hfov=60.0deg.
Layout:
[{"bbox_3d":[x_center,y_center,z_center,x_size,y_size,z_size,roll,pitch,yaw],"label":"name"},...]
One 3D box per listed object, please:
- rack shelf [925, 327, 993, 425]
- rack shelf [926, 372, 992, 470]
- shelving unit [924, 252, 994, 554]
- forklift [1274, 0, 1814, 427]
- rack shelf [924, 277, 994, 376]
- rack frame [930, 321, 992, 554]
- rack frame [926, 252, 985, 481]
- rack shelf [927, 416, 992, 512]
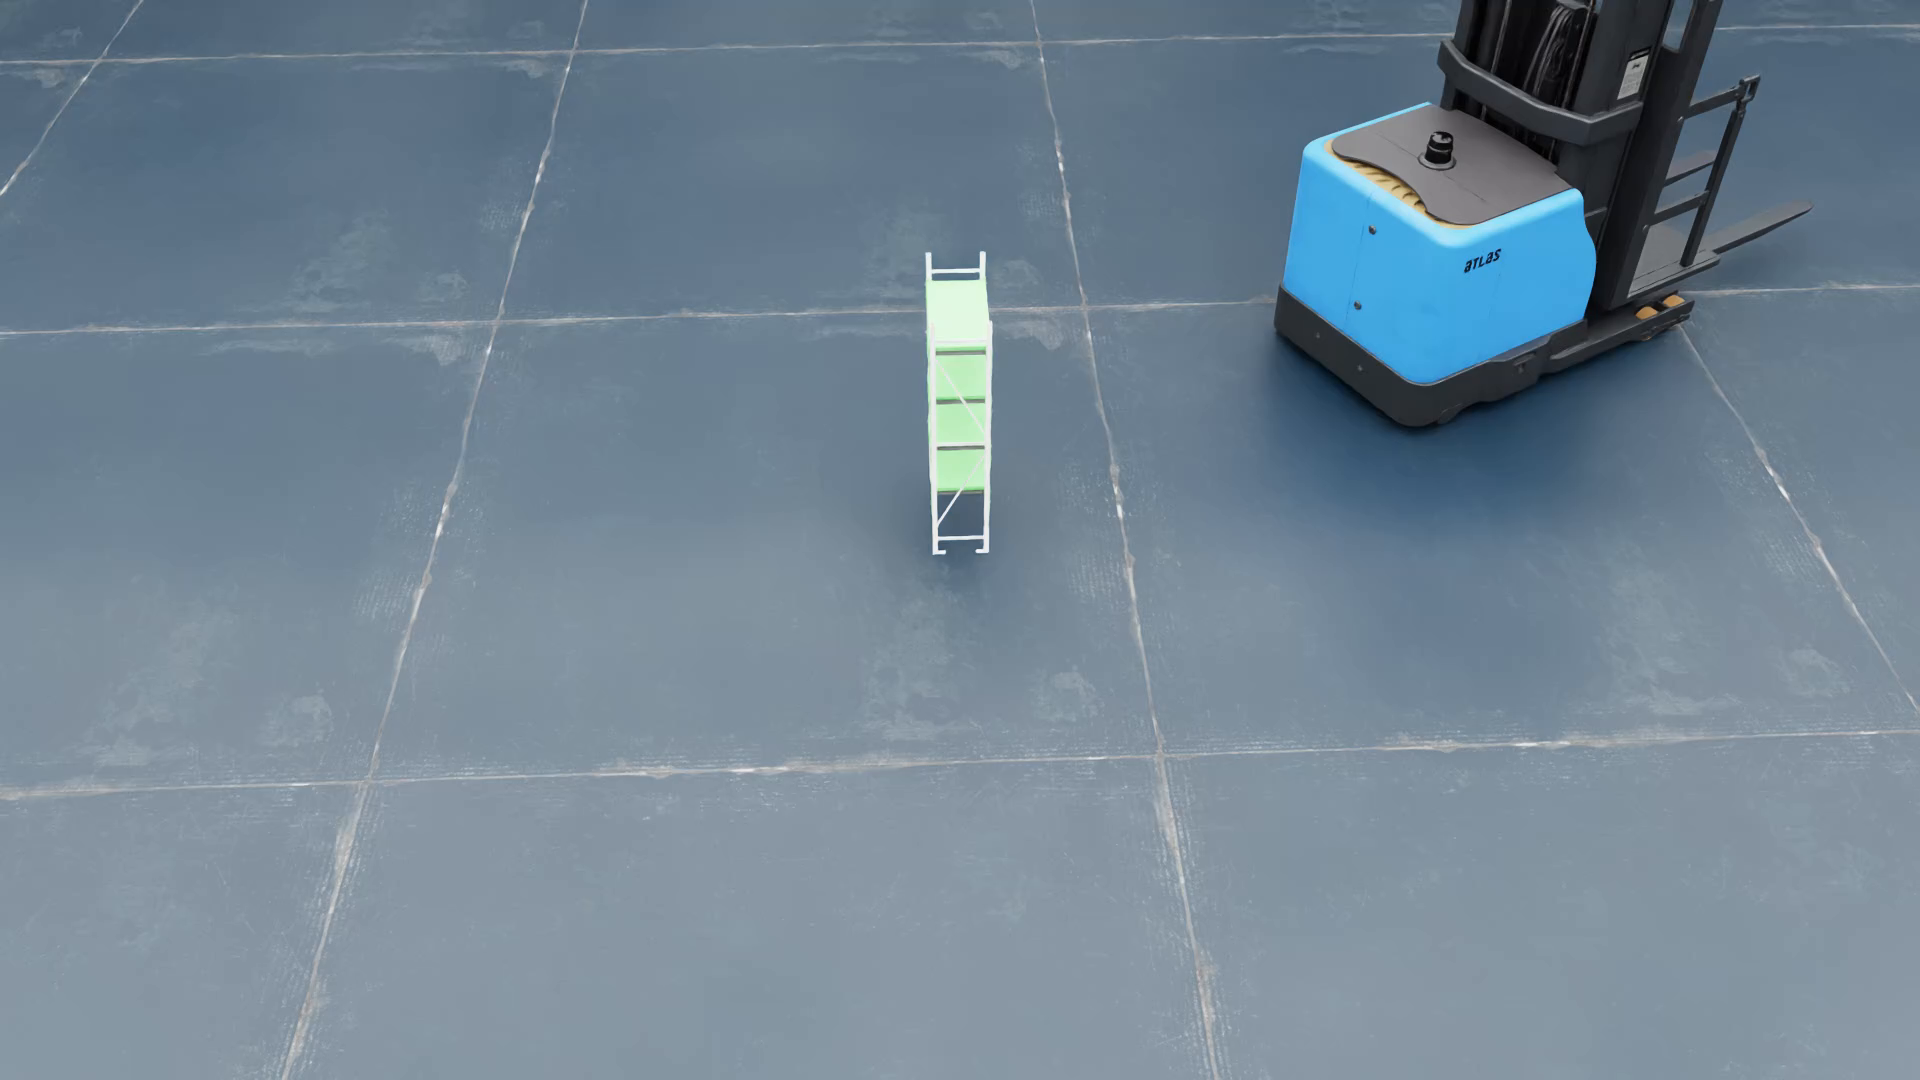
[{"bbox_3d":[-0.007,-0.684,6.848,0.258,0.148,0.480,-2,43,-2],"label":"rack shelf"},{"bbox_3d":[-0.007,-0.507,7.010,0.258,0.148,0.480,-2,43,-2],"label":"rack shelf"},{"bbox_3d":[-0.007,-0.554,6.966,0.258,1.200,0.503,-2,43,-2],"label":"shelving unit"},{"bbox_3d":[3.095,-2.363,7.659,3.031,2.935,1.130,-23,47,-23],"label":"forklift"},{"bbox_3d":[-0.007,-0.861,6.685,0.258,0.148,0.480,-2,43,-2],"label":"rack shelf"},{"bbox_3d":[0.003,-0.389,6.787,0.240,1.200,0.015,-2,43,-2],"label":"rack frame"},{"bbox_3d":[-0.017,-0.719,7.146,0.240,1.200,0.015,-2,43,-2],"label":"rack frame"},{"bbox_3d":[-0.007,-0.330,7.172,0.258,0.148,0.480,-2,43,-2],"label":"rack shelf"}]
